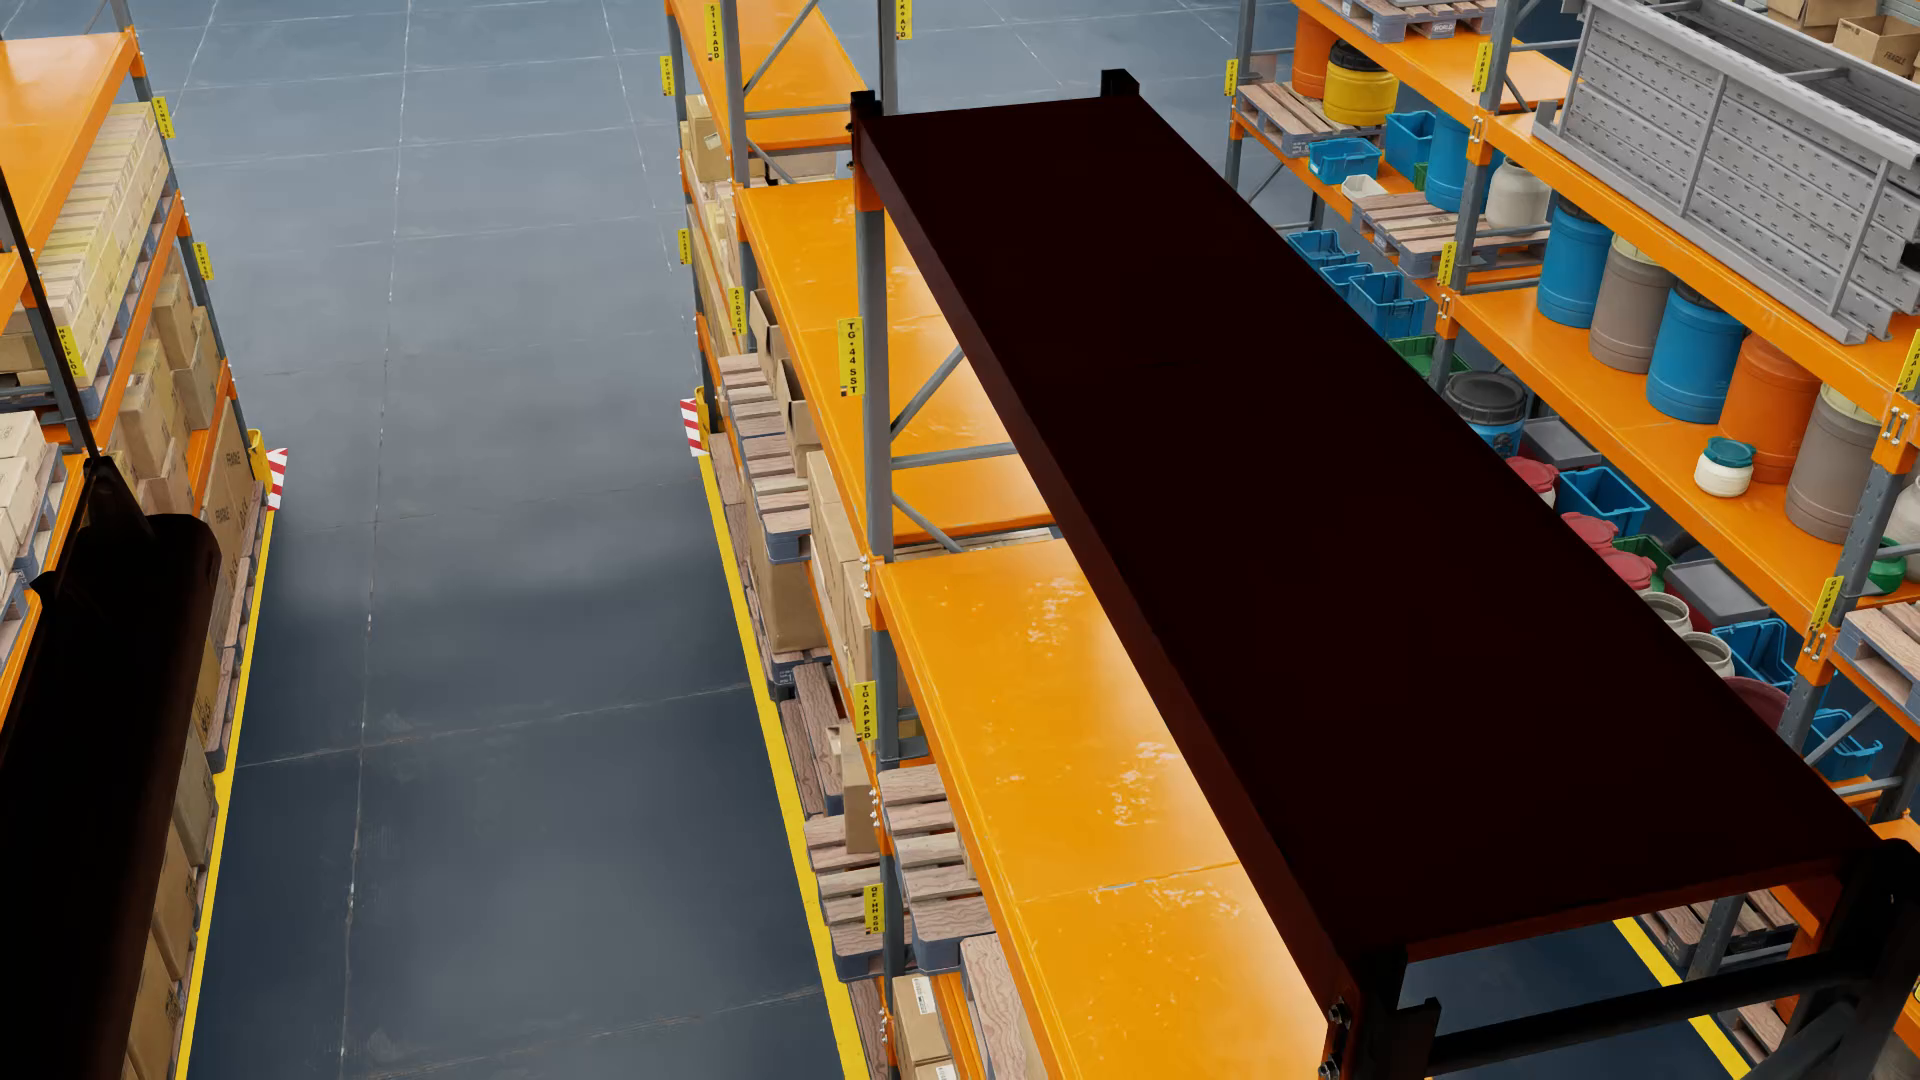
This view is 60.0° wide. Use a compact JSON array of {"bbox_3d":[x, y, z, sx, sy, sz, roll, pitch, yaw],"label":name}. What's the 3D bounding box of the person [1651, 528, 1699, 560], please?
[{"bbox_3d":[6.072,-0.330,13.157,0.422,1.572,1.087,-19,39,-26],"label":"person"}]
